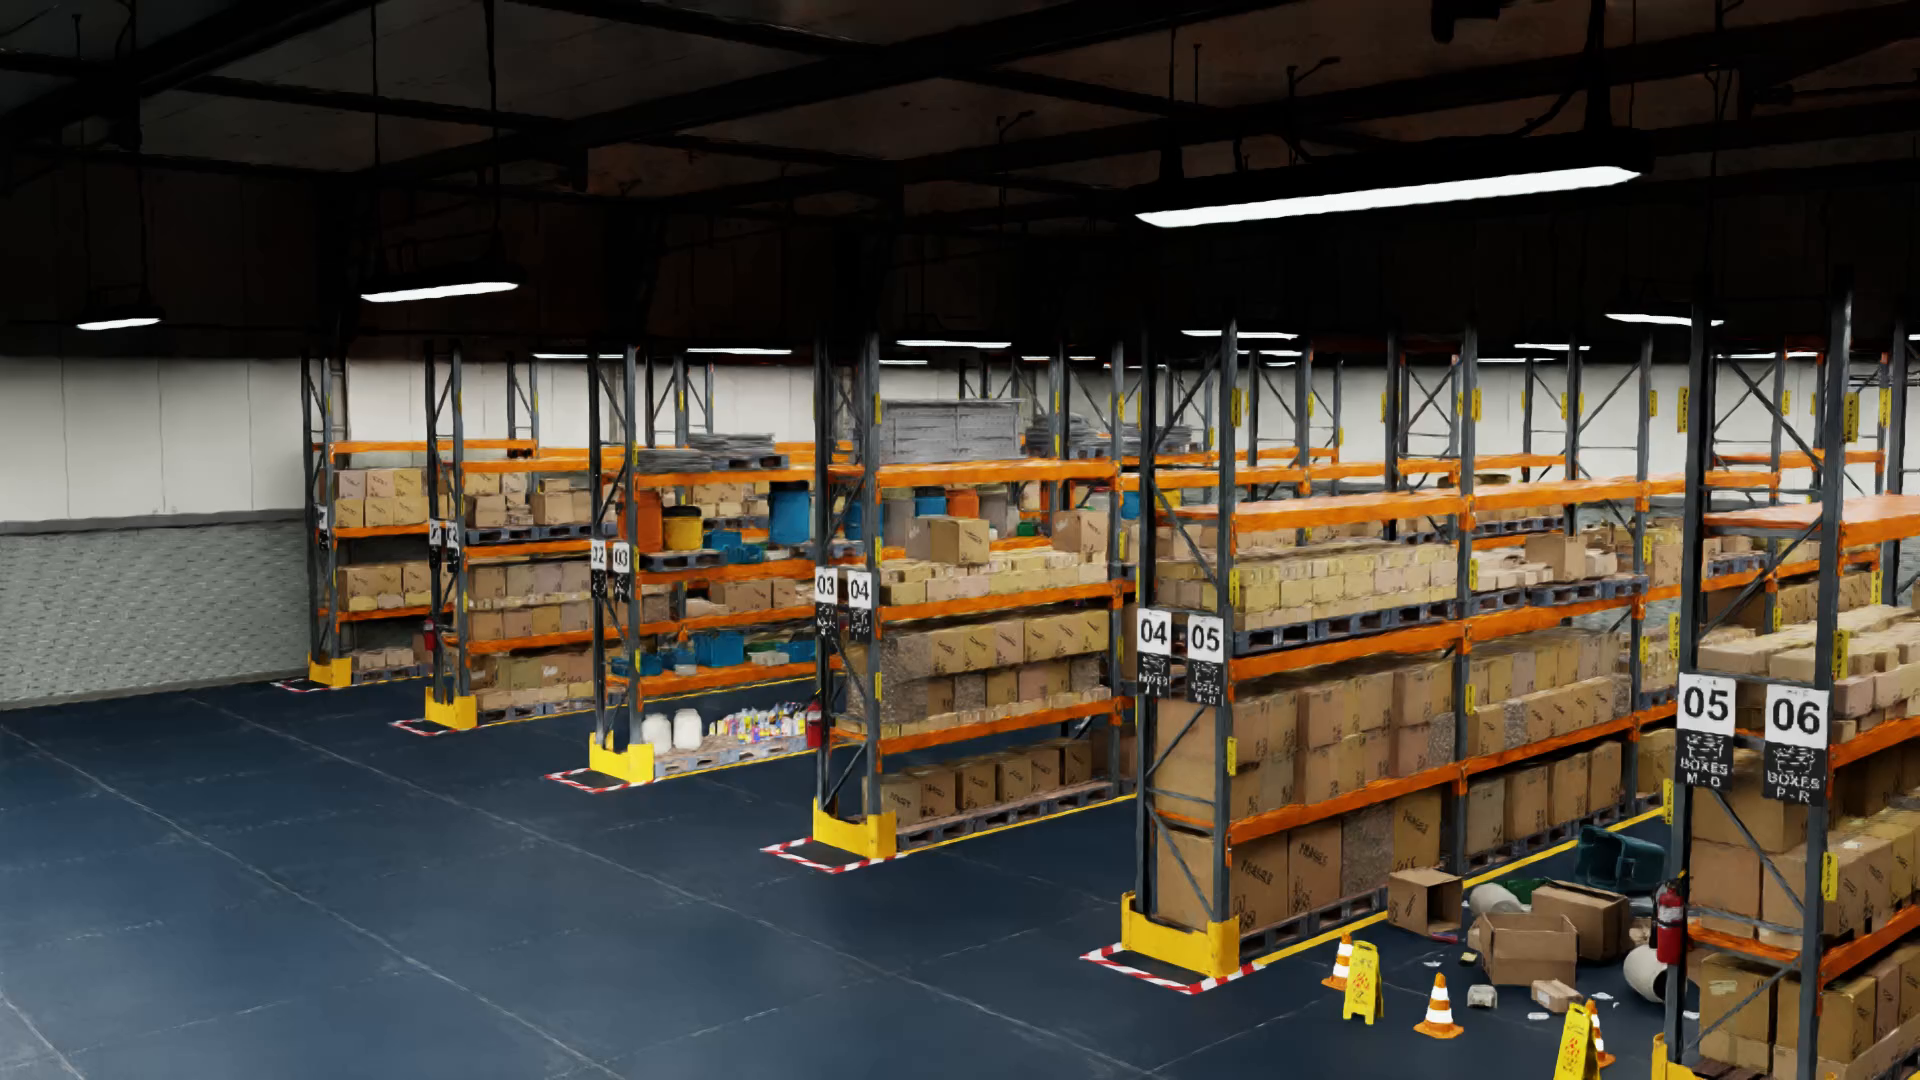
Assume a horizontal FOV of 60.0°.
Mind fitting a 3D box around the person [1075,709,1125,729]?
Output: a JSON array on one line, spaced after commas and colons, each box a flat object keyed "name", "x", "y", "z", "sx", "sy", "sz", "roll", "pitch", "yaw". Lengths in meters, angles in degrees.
[{"name": "person", "x": 2.194, "y": 2.093, "z": 25.622, "sx": 0.988, "sy": 1.625, "sz": 0.500, "roll": -5, "pitch": 7, "yaw": -44}]
